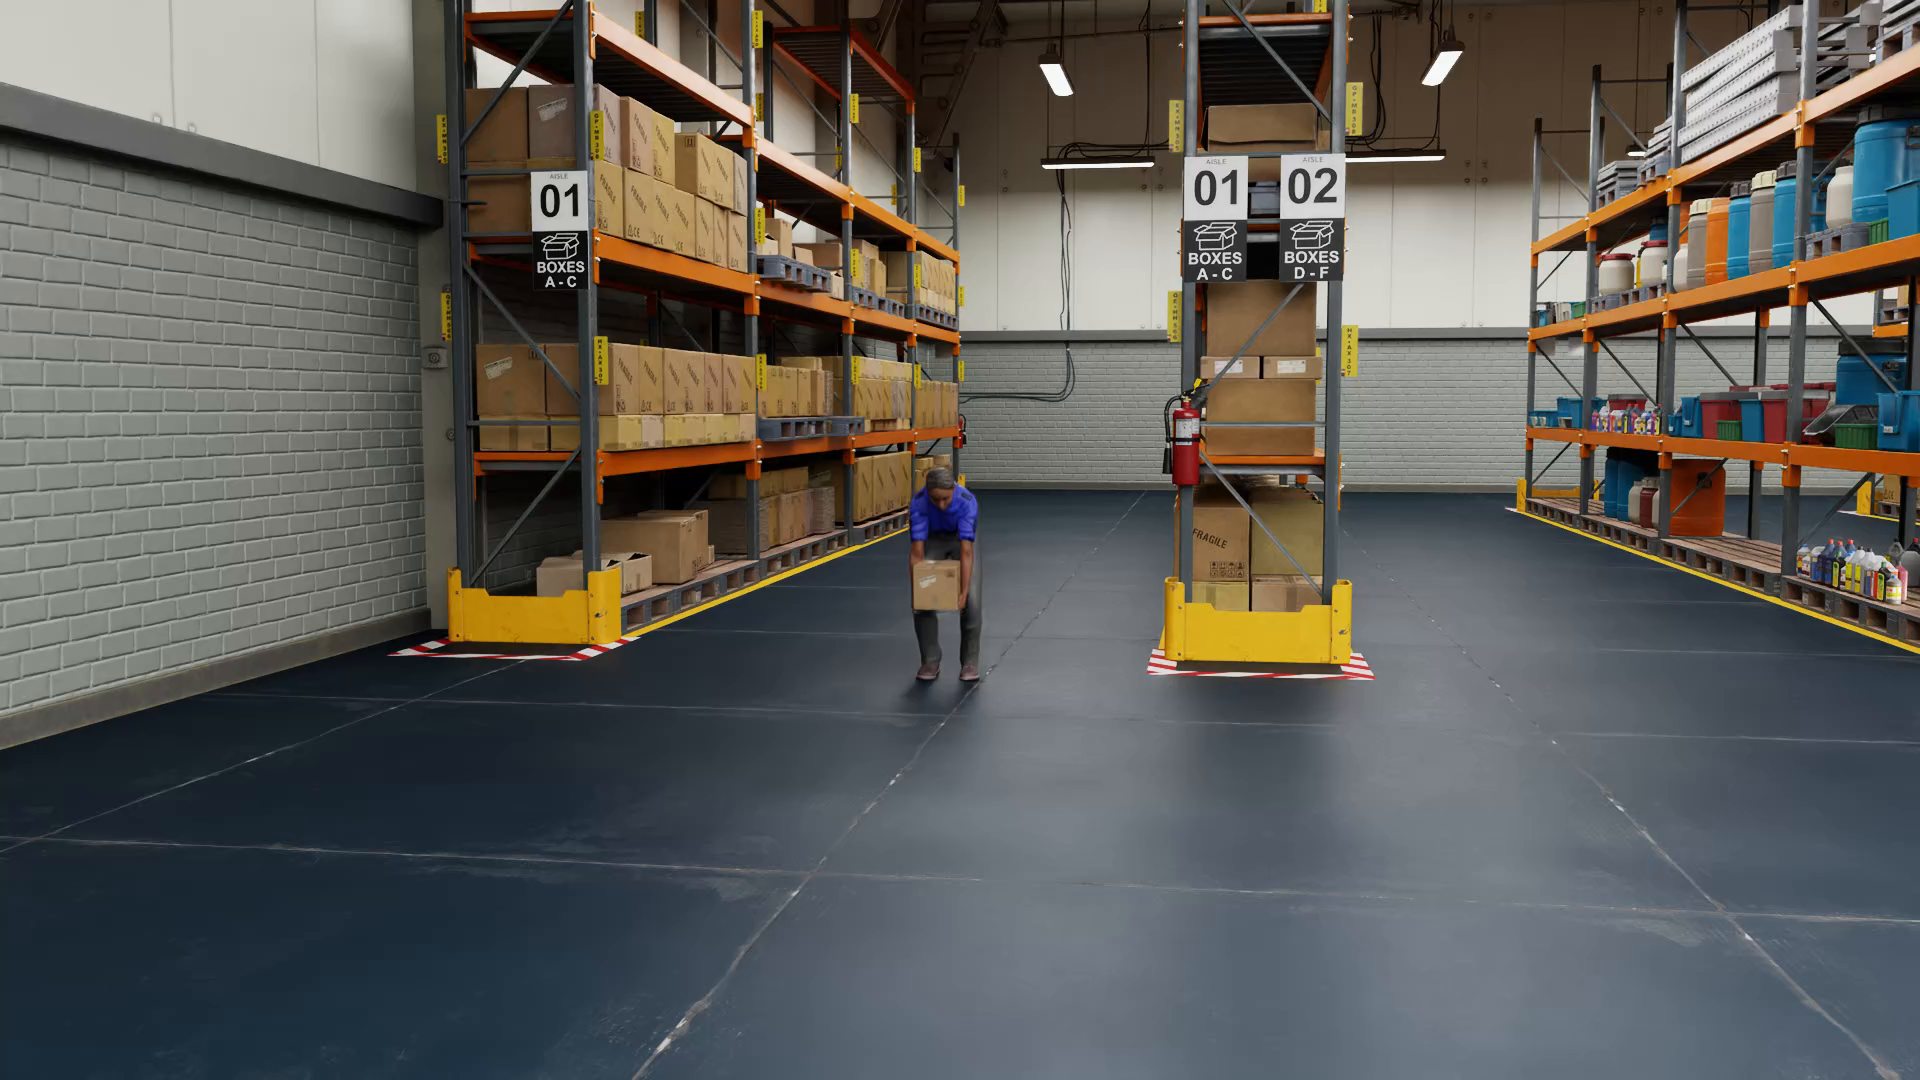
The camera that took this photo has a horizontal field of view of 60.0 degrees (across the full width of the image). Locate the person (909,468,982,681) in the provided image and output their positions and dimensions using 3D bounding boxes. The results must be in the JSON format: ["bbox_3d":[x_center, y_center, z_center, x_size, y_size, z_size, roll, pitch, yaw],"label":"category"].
[{"bbox_3d":[-0.091,0.205,9.769,0.420,1.283,0.803,1,5,7],"label":"person"}]
